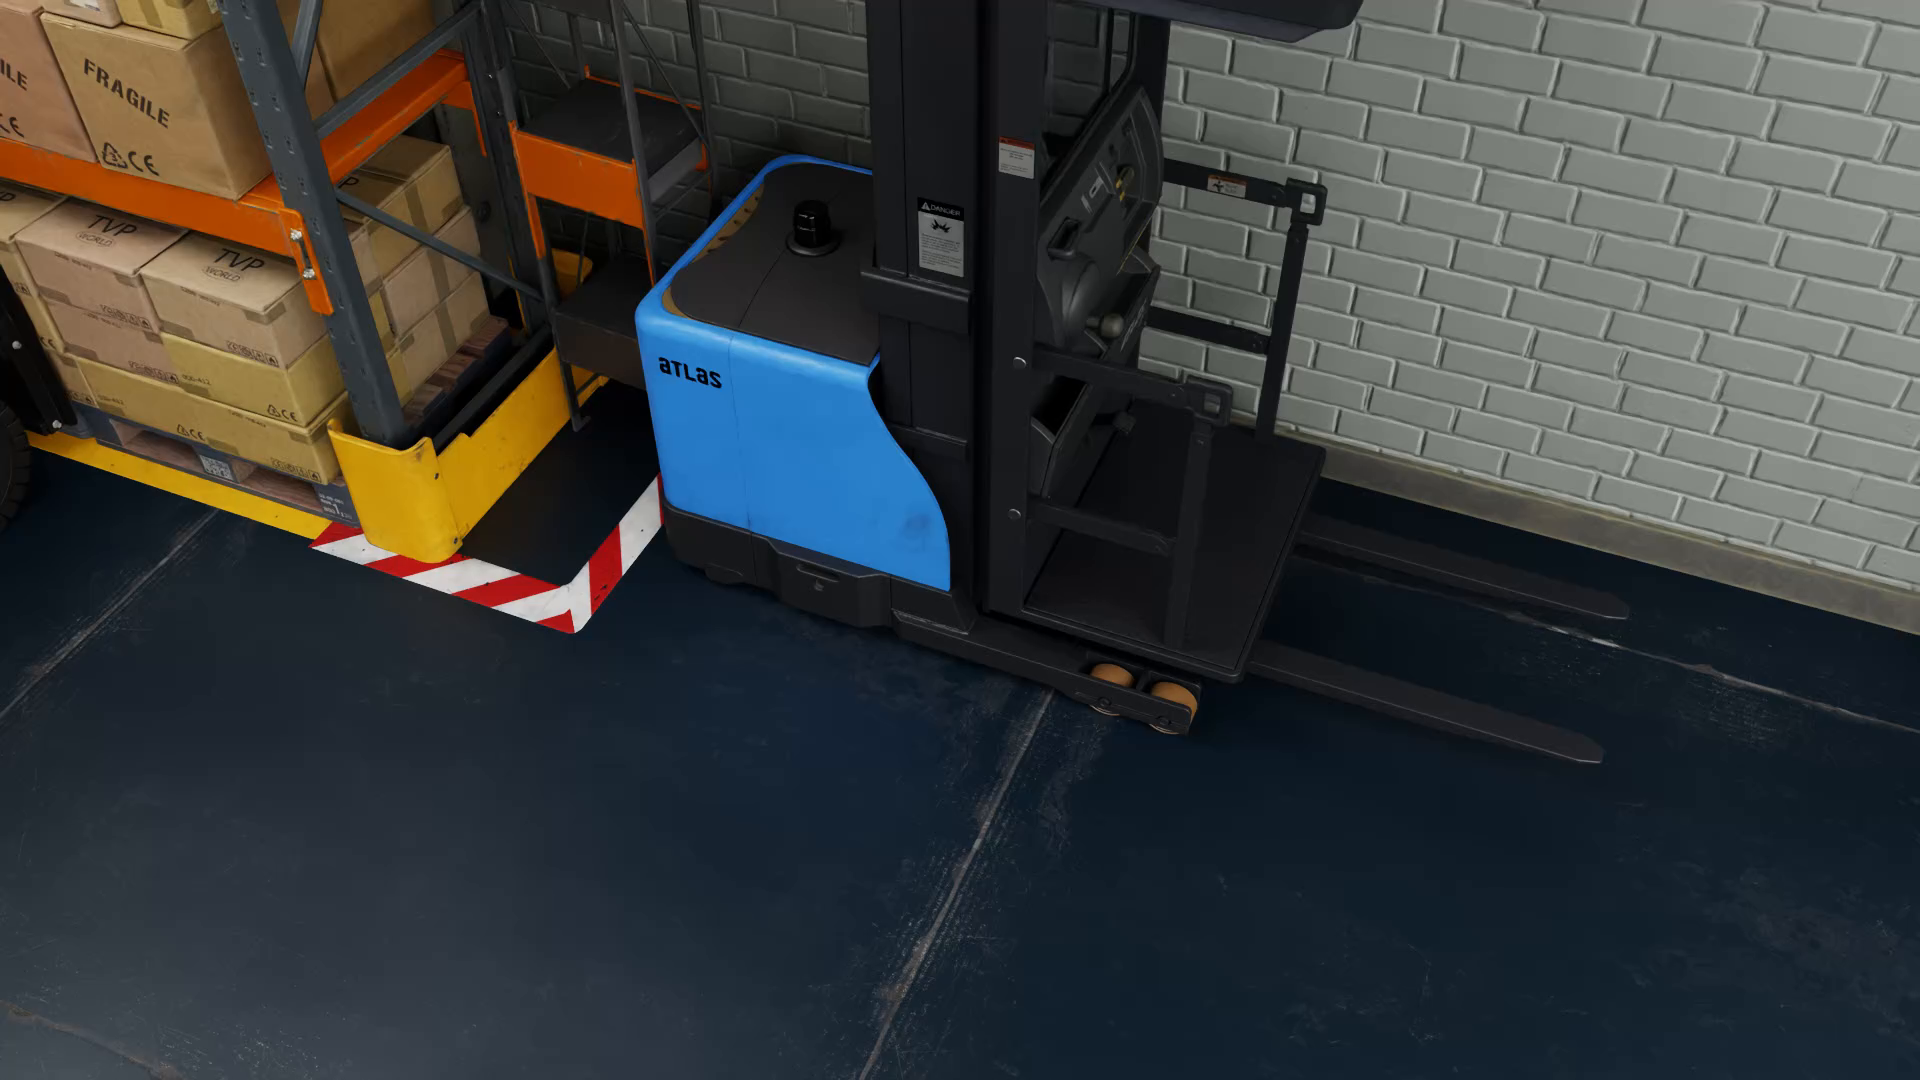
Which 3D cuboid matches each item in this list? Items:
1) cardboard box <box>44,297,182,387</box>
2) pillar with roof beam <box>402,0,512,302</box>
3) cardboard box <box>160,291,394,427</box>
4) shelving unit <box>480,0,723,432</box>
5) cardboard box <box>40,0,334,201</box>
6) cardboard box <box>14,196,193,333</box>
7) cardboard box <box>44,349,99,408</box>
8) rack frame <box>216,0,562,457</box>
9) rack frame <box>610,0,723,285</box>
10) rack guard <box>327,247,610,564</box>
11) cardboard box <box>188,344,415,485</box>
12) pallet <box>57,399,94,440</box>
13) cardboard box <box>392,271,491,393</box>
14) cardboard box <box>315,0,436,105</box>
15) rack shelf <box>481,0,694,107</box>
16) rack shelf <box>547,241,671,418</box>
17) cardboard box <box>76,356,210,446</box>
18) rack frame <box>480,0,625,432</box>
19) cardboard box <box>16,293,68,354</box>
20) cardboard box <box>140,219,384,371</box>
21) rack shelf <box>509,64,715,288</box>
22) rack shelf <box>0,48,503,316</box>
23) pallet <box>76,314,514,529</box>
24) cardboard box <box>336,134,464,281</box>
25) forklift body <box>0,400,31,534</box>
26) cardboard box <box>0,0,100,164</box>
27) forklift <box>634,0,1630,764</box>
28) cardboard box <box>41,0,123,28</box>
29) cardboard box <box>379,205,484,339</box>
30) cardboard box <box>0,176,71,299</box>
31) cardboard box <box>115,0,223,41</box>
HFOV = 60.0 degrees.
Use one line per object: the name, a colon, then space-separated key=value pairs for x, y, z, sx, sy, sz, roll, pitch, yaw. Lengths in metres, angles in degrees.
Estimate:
cardboard box: x=-2.749 y=-0.826 z=5.750 sx=0.500 sy=0.250 sz=0.500 roll=16 pitch=47 yaw=15
pillar with roof beam: x=-3.674 y=-1.502 z=0.880 sx=0.400 sy=9.000 sz=9.100 roll=16 pitch=47 yaw=16
cardboard box: x=-2.290 y=-0.682 z=5.606 sx=0.500 sy=0.250 sz=0.500 roll=16 pitch=47 yaw=15
shelving unit: x=-1.115 y=-1.191 z=5.459 sx=0.503 sy=2.100 sz=0.431 roll=20 pitch=48 yaw=19
cardboard box: x=-2.276 y=-1.400 z=4.960 sx=0.500 sy=0.500 sz=0.500 roll=15 pitch=47 yaw=15
cardboard box: x=-2.739 y=-0.988 z=5.559 sx=0.500 sy=0.250 sz=0.500 roll=17 pitch=47 yaw=17
cardboard box: x=-3.189 y=-0.781 z=6.060 sx=0.500 sy=0.250 sz=0.500 roll=17 pitch=47 yaw=16
rack frame: x=-1.720 y=-1.402 z=5.033 sx=0.127 sy=3.000 sz=1.000 roll=16 pitch=47 yaw=16
rack frame: x=-0.898 y=-1.113 z=5.380 sx=0.015 sy=2.100 sz=0.400 roll=20 pitch=48 yaw=19
rack guard: x=-1.698 y=-0.510 z=5.908 sx=0.348 sy=0.500 sz=1.175 roll=16 pitch=47 yaw=16
cardboard box: x=-2.276 y=-0.498 z=5.776 sx=0.500 sy=0.250 sz=0.500 roll=17 pitch=47 yaw=16
pallet: x=-3.564 y=-0.927 z=6.531 sx=1.213 sy=0.211 sz=1.003 roll=16 pitch=47 yaw=16
cardboard box: x=-2.099 y=-0.837 z=6.116 sx=0.500 sy=0.250 sz=0.500 roll=17 pitch=47 yaw=16
cardboard box: x=-2.071 y=-1.753 z=5.314 sx=0.500 sy=0.500 sz=0.500 roll=18 pitch=48 yaw=17
rack shelf: x=-1.115 y=-1.678 z=4.975 sx=0.480 sy=0.518 sz=0.431 roll=20 pitch=48 yaw=19
rack shelf: x=-1.115 y=-0.686 z=5.962 sx=0.480 sy=0.518 sz=0.431 roll=20 pitch=48 yaw=19
cardboard box: x=-2.731 y=-0.640 z=5.918 sx=0.500 sy=0.250 sz=0.500 roll=16 pitch=47 yaw=16
rack frame: x=-1.332 y=-1.270 z=5.538 sx=0.015 sy=2.100 sz=0.400 roll=20 pitch=48 yaw=19
cardboard box: x=-3.233 y=-0.952 z=5.877 sx=0.500 sy=0.250 sz=0.500 roll=15 pitch=47 yaw=15
cardboard box: x=-2.266 y=-0.853 z=5.423 sx=0.500 sy=0.250 sz=0.500 roll=18 pitch=48 yaw=17
rack shelf: x=-1.115 y=-1.182 z=5.468 sx=0.480 sy=0.518 sz=0.431 roll=20 pitch=48 yaw=19
rack shelf: x=-3.566 y=-1.690 z=5.832 sx=4.000 sy=0.370 sz=1.077 roll=16 pitch=47 yaw=16
pallet: x=-2.442 y=-0.594 z=6.197 sx=1.213 sy=0.211 sz=1.003 roll=16 pitch=47 yaw=16
cardboard box: x=-2.091 y=-1.185 z=5.757 sx=0.500 sy=0.250 sz=0.500 roll=16 pitch=47 yaw=15
forklift body: x=-4.173 y=-0.429 z=4.656 sx=1.214 sy=2.155 sz=2.313 roll=16 pitch=47 yaw=16
cardboard box: x=-2.751 y=-1.547 z=5.108 sx=0.500 sy=0.500 sz=0.500 roll=18 pitch=48 yaw=17
forklift: x=0.580 y=-0.868 z=4.544 sx=3.031 sy=2.935 sz=1.130 roll=16 pitch=47 yaw=16
cardboard box: x=-2.396 y=-1.629 z=4.730 sx=0.250 sy=0.149 sz=0.380 roll=17 pitch=47 yaw=16
cardboard box: x=-2.074 y=-1.017 z=5.942 sx=0.500 sy=0.250 sz=0.500 roll=17 pitch=47 yaw=17
cardboard box: x=-3.209 y=-1.118 z=5.690 sx=0.500 sy=0.250 sz=0.500 roll=17 pitch=47 yaw=16
cardboard box: x=-2.148 y=-1.579 z=4.680 sx=0.250 sy=0.149 sz=0.380 roll=17 pitch=47 yaw=16
